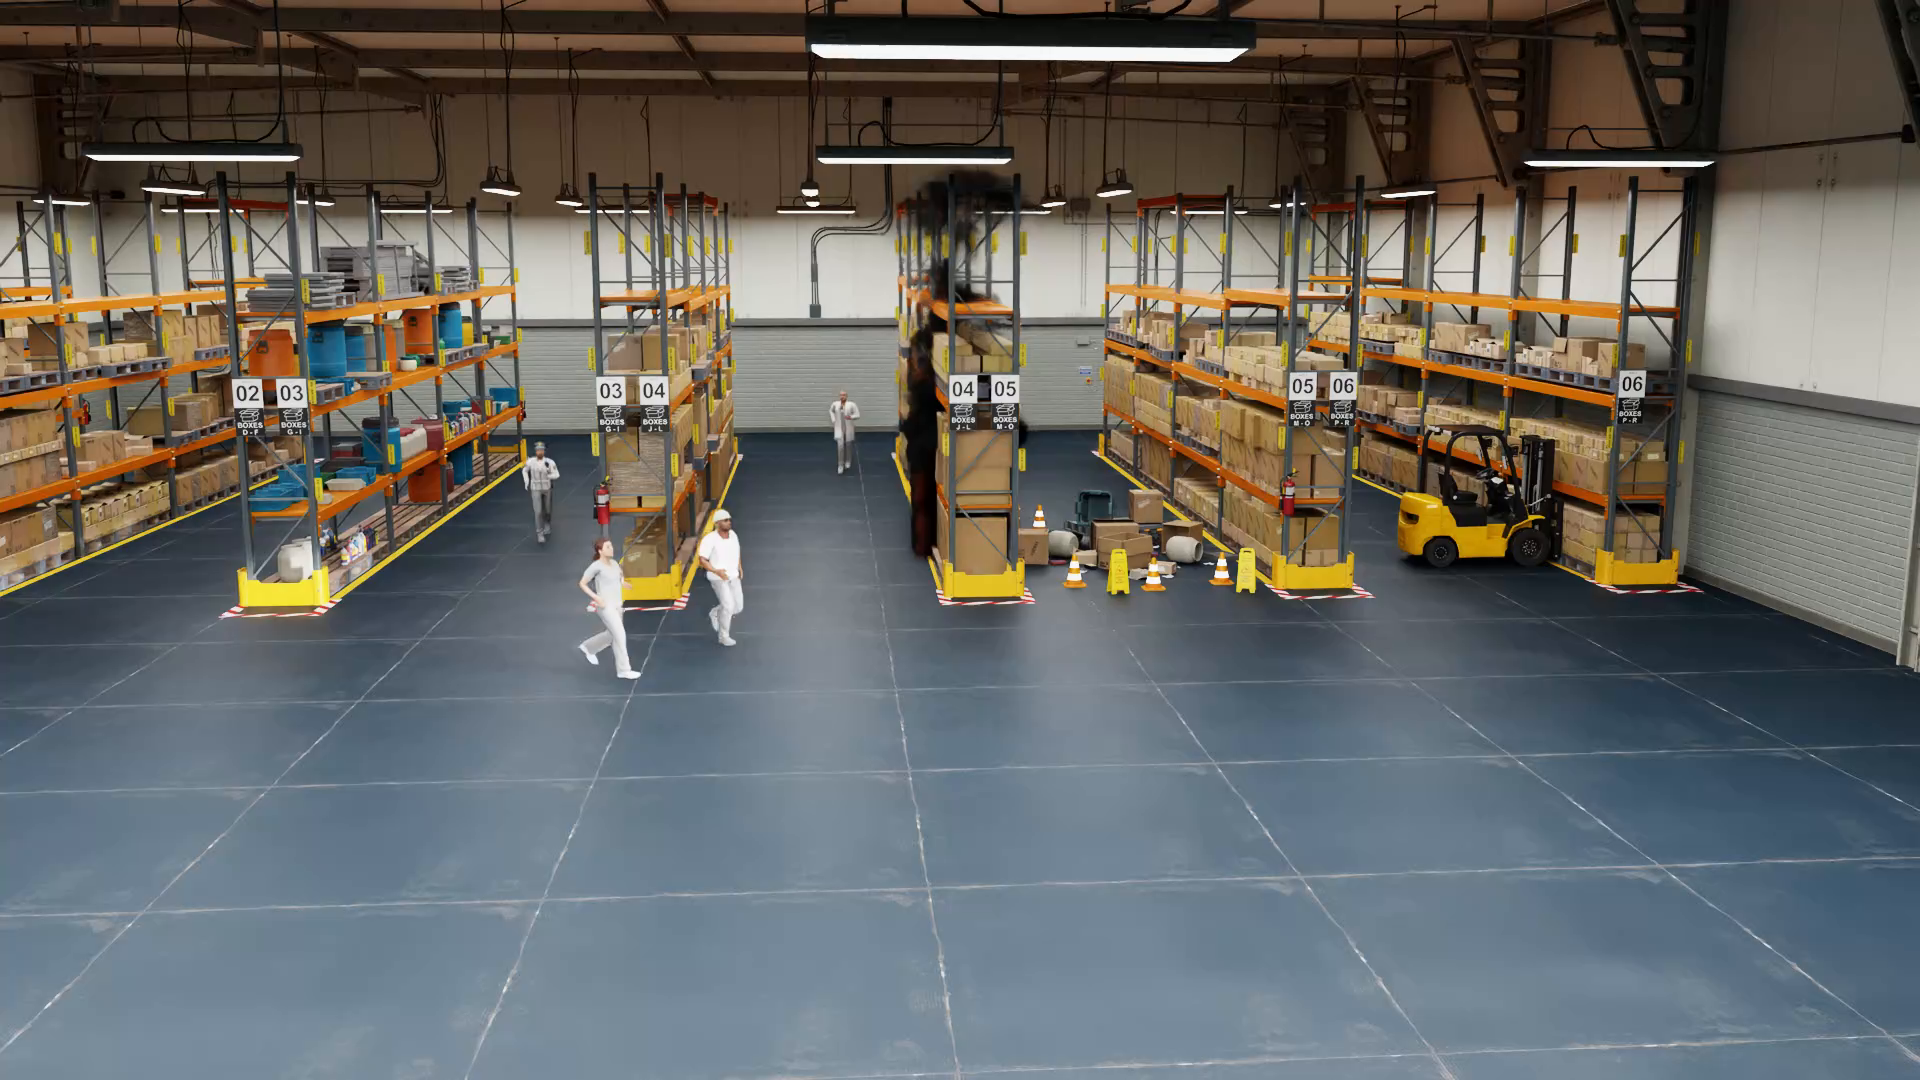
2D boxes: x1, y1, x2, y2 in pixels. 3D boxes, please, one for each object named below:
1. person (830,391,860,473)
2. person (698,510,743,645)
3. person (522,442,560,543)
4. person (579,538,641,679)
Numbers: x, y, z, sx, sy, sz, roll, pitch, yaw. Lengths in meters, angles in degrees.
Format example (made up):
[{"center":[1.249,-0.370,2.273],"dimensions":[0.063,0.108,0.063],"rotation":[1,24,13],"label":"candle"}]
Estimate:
[{"center":[-2.585,-2.449,37.280],"dimensions":[0.696,1.803,0.900],"rotation":[0,10,1],"label":"person"},{"center":[-3.029,0.462,21.152],"dimensions":[0.619,1.722,0.726],"rotation":[8,13,37],"label":"person"},{"center":[-7.174,-0.850,28.519],"dimensions":[0.611,1.681,0.921],"rotation":[-3,10,-16],"label":"person"},{"center":[-4.143,0.787,19.486],"dimensions":[0.896,1.635,0.576],"rotation":[5,11,25],"label":"person"}]
